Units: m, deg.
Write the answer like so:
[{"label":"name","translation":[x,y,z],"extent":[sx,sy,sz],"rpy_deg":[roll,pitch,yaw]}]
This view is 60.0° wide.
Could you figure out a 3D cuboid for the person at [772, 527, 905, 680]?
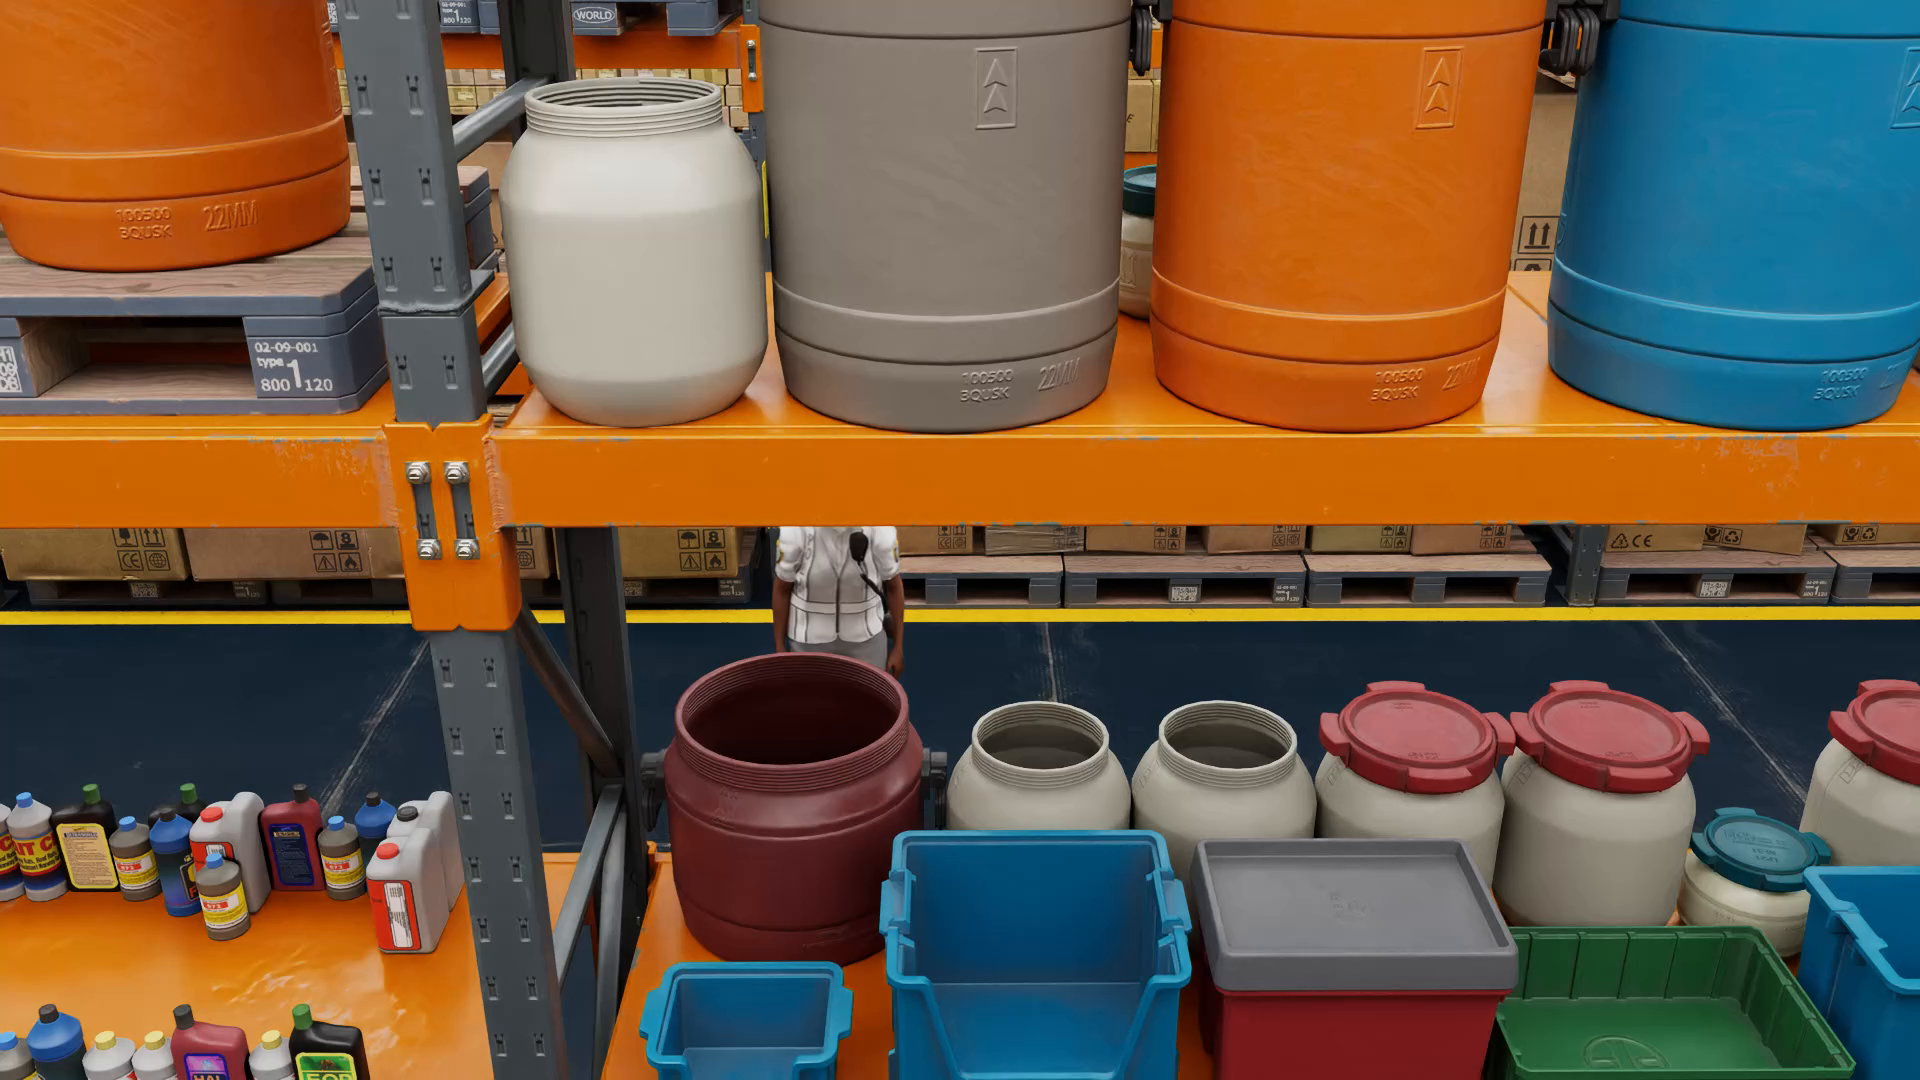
[{"label":"person","translation":[-0.460,0.412,6.193],"extent":[0.518,1.656,0.427],"rpy_deg":[-1,24,-3]}]
